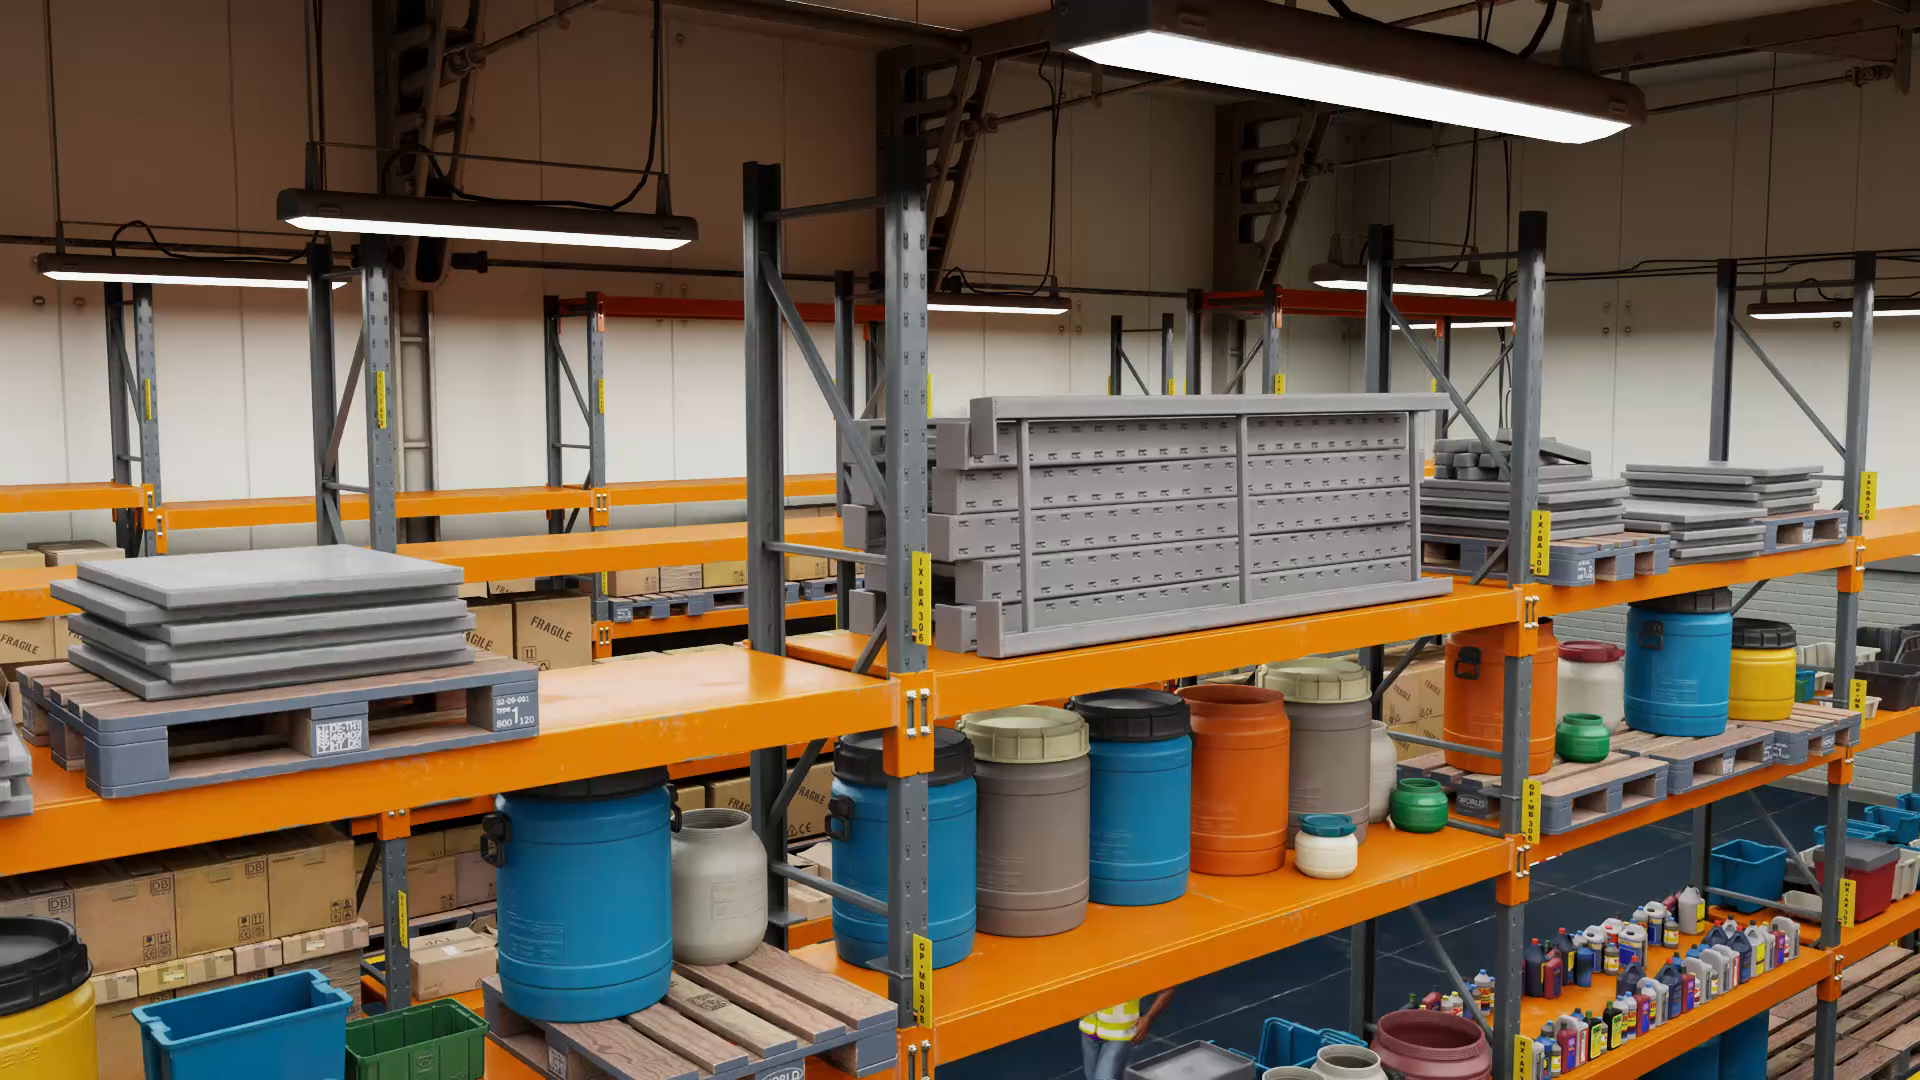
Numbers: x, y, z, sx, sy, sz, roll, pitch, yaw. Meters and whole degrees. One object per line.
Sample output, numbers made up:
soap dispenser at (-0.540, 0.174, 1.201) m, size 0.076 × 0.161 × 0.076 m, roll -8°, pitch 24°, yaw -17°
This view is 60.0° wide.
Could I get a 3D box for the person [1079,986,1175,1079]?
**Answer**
person at (0.956, 3.250, 10.883) m, size 0.681 × 1.745 × 0.620 m, roll 5°, pitch 7°, yaw 42°
